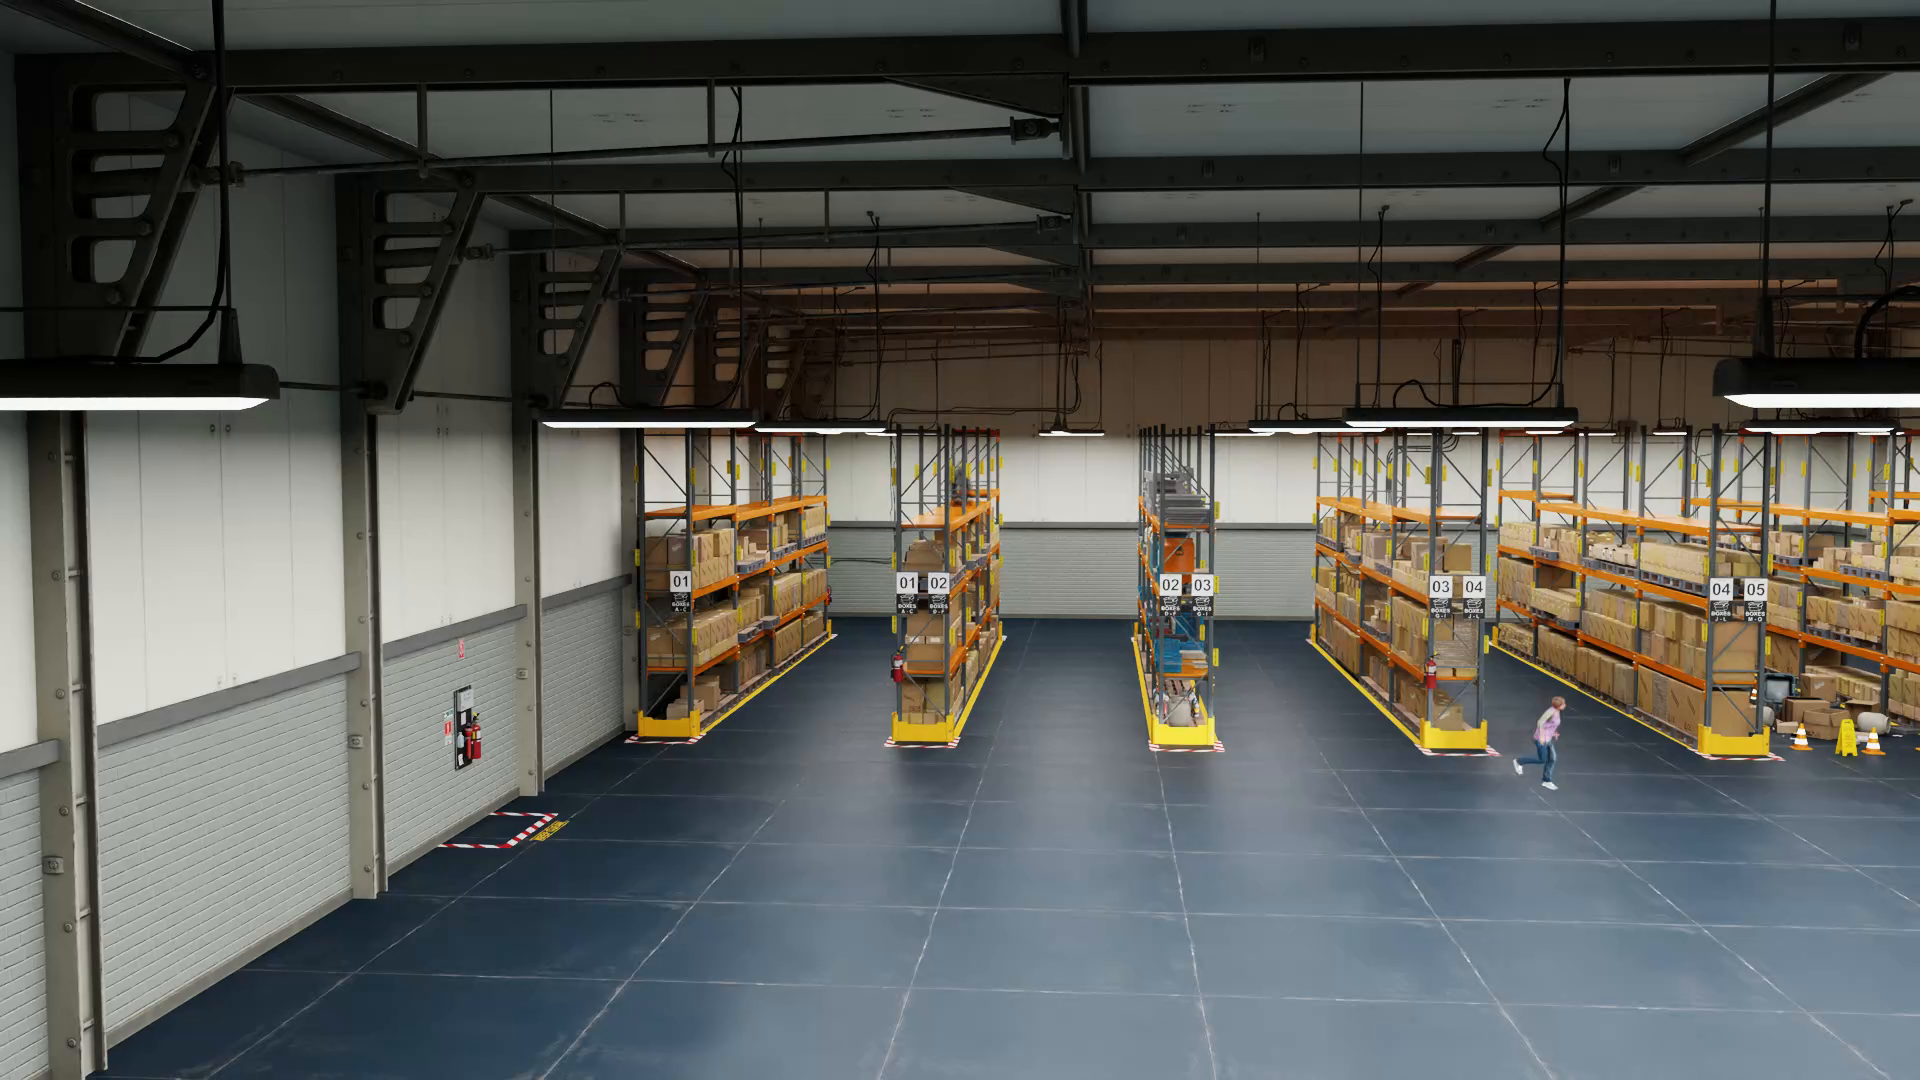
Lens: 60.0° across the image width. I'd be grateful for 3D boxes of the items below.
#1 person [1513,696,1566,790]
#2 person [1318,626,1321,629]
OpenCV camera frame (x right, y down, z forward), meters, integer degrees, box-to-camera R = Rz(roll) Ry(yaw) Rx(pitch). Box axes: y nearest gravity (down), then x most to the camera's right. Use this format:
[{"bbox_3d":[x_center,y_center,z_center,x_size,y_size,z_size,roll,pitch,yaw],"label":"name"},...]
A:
[{"bbox_3d":[9.540,3.319,27.392,0.815,1.532,0.539,2,4,30],"label":"person"},{"bbox_3d":[10.654,1.997,47.761,0.844,1.673,0.624,1,4,17],"label":"person"}]
